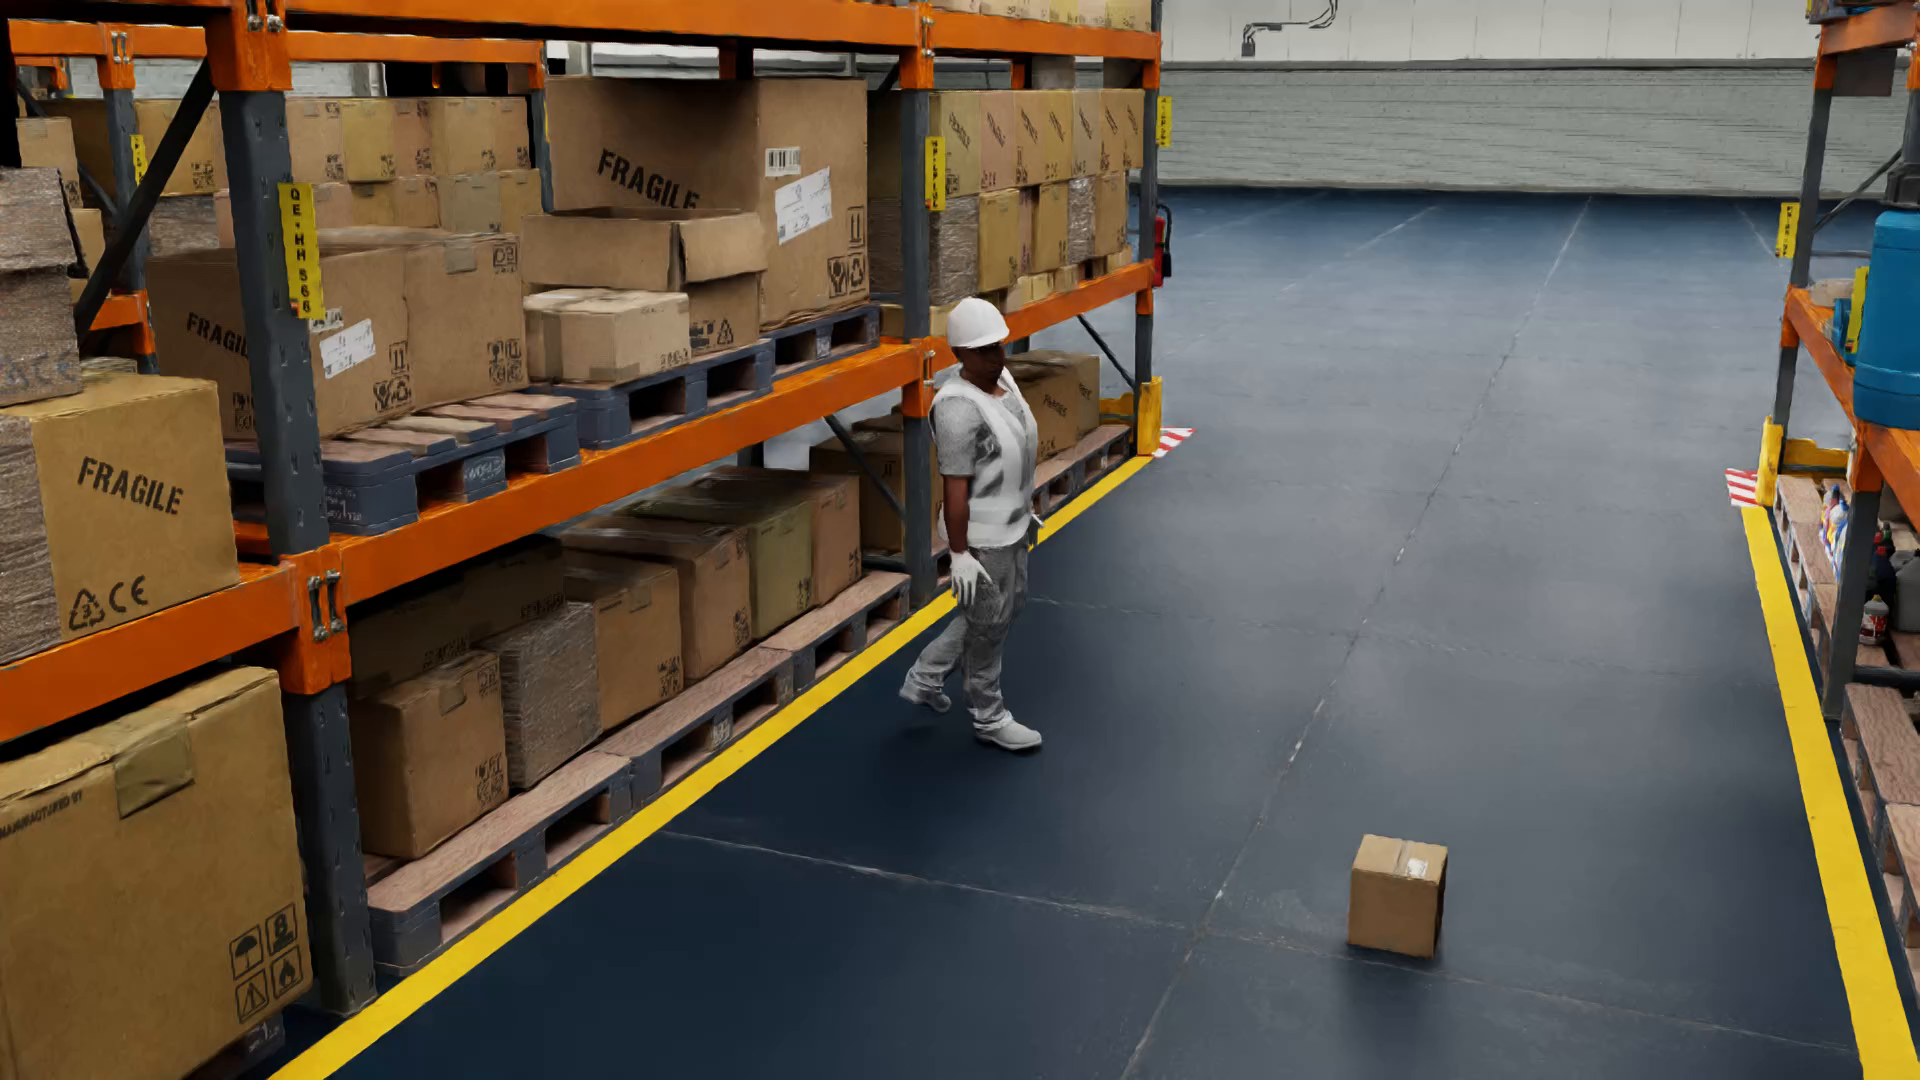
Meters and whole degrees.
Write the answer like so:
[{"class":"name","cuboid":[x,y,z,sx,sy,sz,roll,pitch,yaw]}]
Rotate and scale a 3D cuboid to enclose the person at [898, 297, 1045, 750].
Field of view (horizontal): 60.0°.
[{"class":"person","cuboid":[0.030,-0.036,6.167,0.570,1.758,0.625,3,16,10]}]
